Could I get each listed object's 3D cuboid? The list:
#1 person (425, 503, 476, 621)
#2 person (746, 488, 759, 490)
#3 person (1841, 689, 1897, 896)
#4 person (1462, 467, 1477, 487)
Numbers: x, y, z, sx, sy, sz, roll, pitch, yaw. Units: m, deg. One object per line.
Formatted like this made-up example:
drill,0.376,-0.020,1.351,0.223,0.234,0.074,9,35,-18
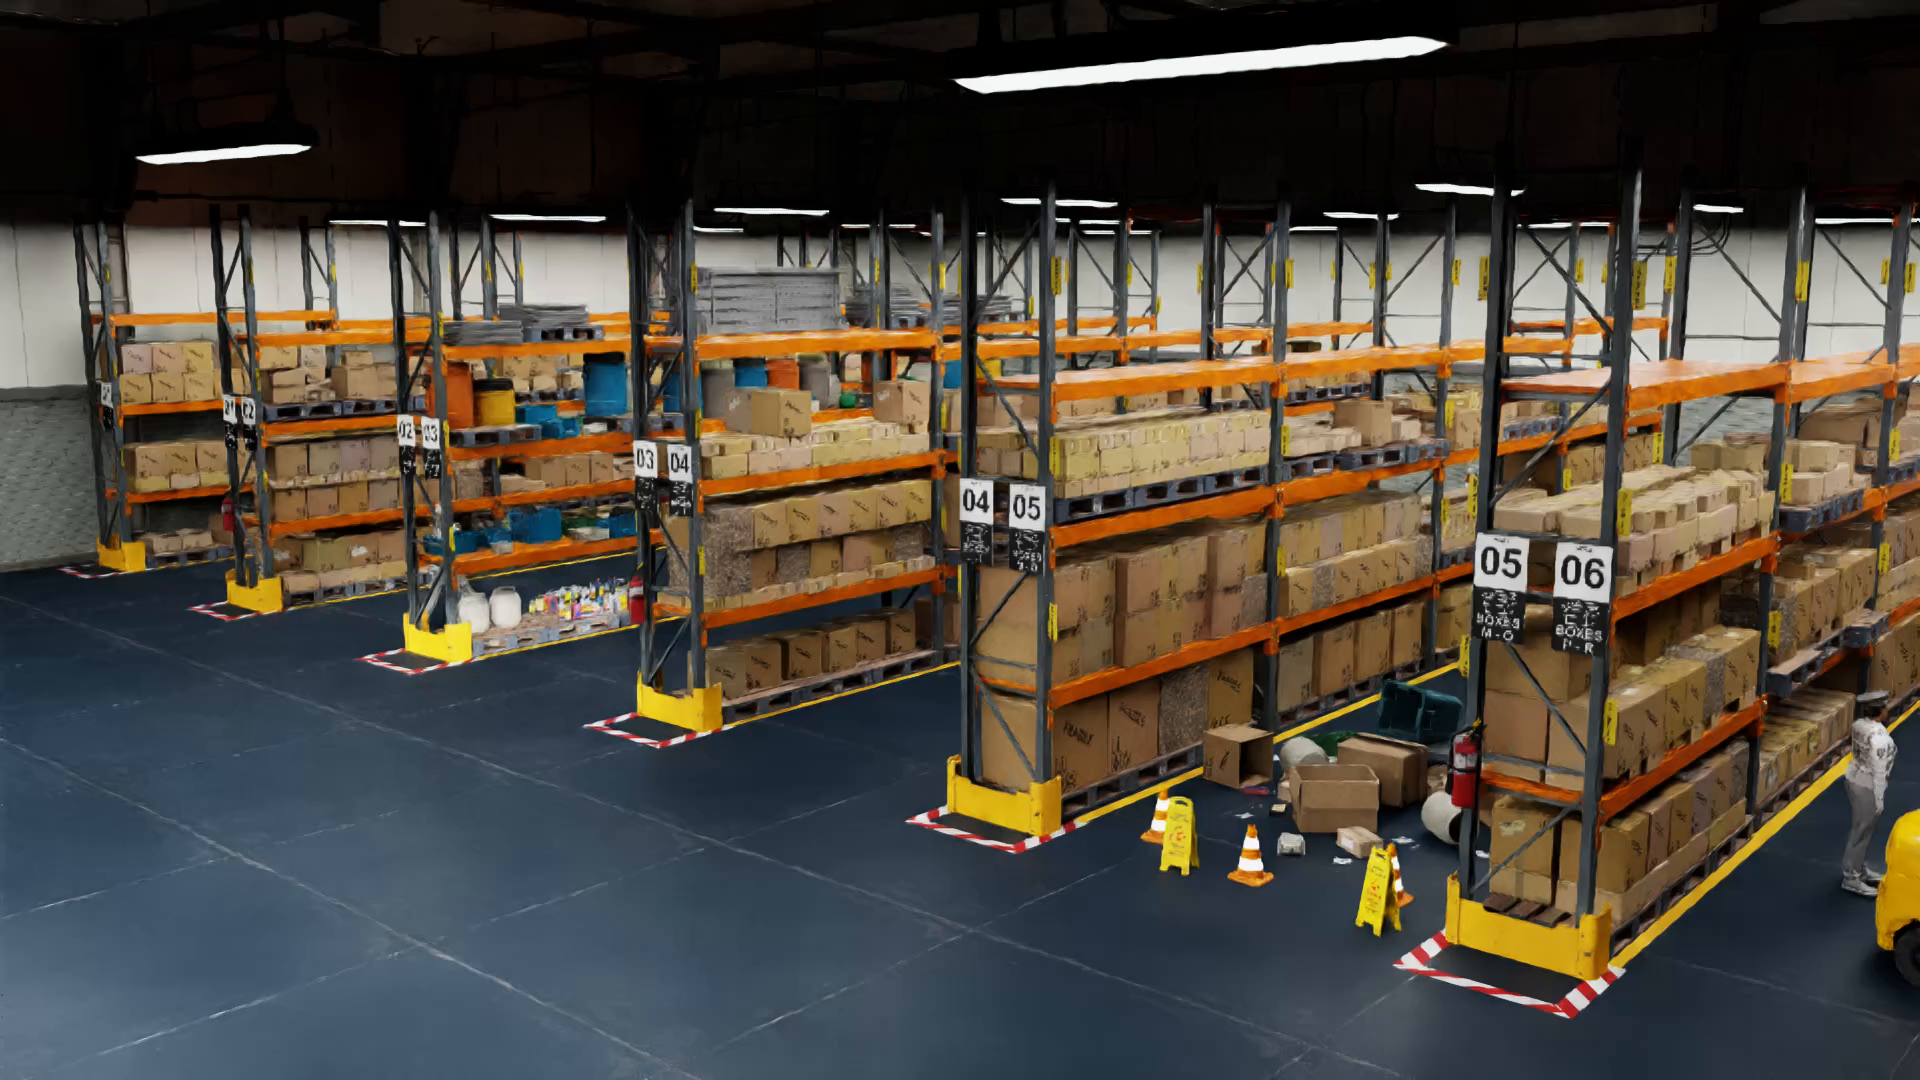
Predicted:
person,-7.464,0.318,24.089,1.036,1.724,0.553,-8,12,-40
person,-2.971,-0.018,24.449,0.675,1.722,0.844,4,10,22
person,7.548,2.072,13.768,0.415,1.664,0.537,2,10,9
person,8.833,-0.432,28.757,0.499,1.666,0.662,7,12,37
